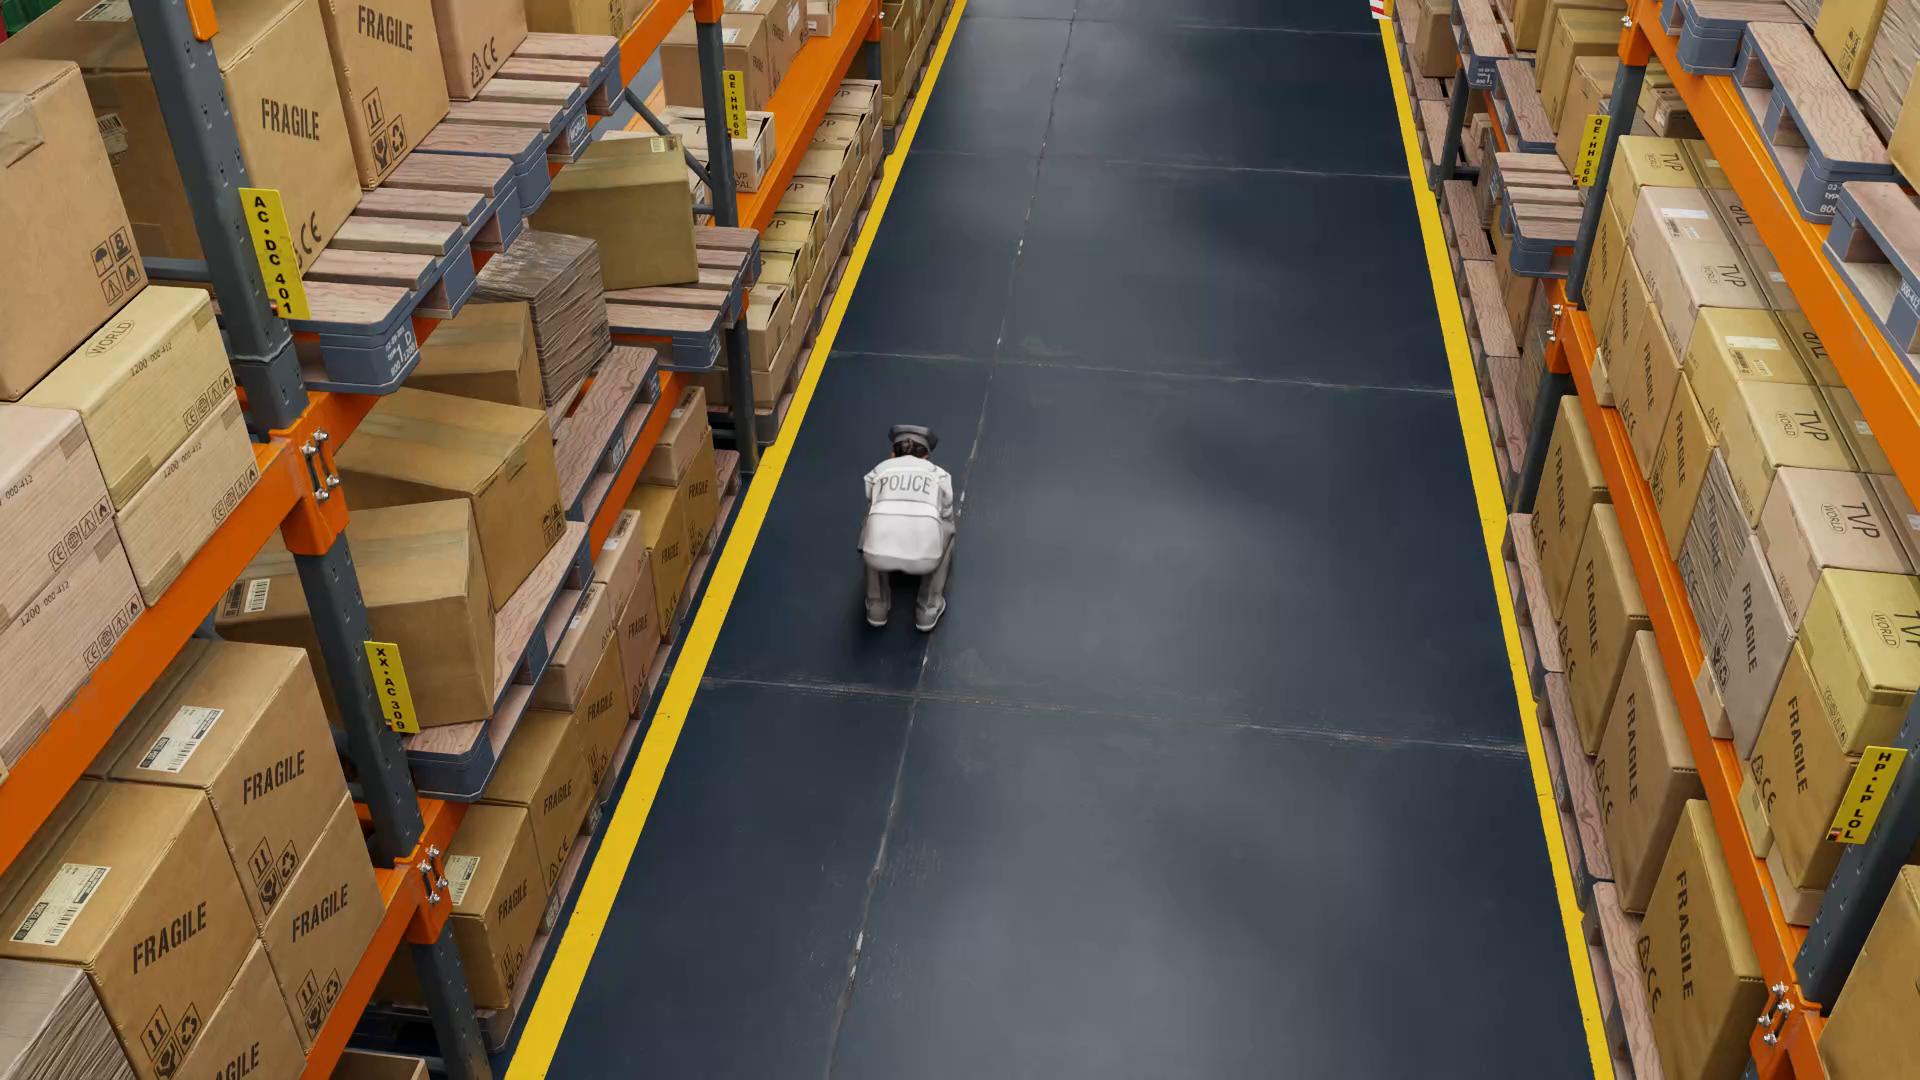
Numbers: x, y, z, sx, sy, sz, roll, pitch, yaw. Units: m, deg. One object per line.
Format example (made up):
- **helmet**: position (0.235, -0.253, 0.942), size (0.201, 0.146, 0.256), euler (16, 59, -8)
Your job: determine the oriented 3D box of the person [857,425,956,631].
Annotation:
- **person**: position (-0.249, -0.044, 7.884), size (0.455, 0.764, 0.915), euler (4, 36, 5)
